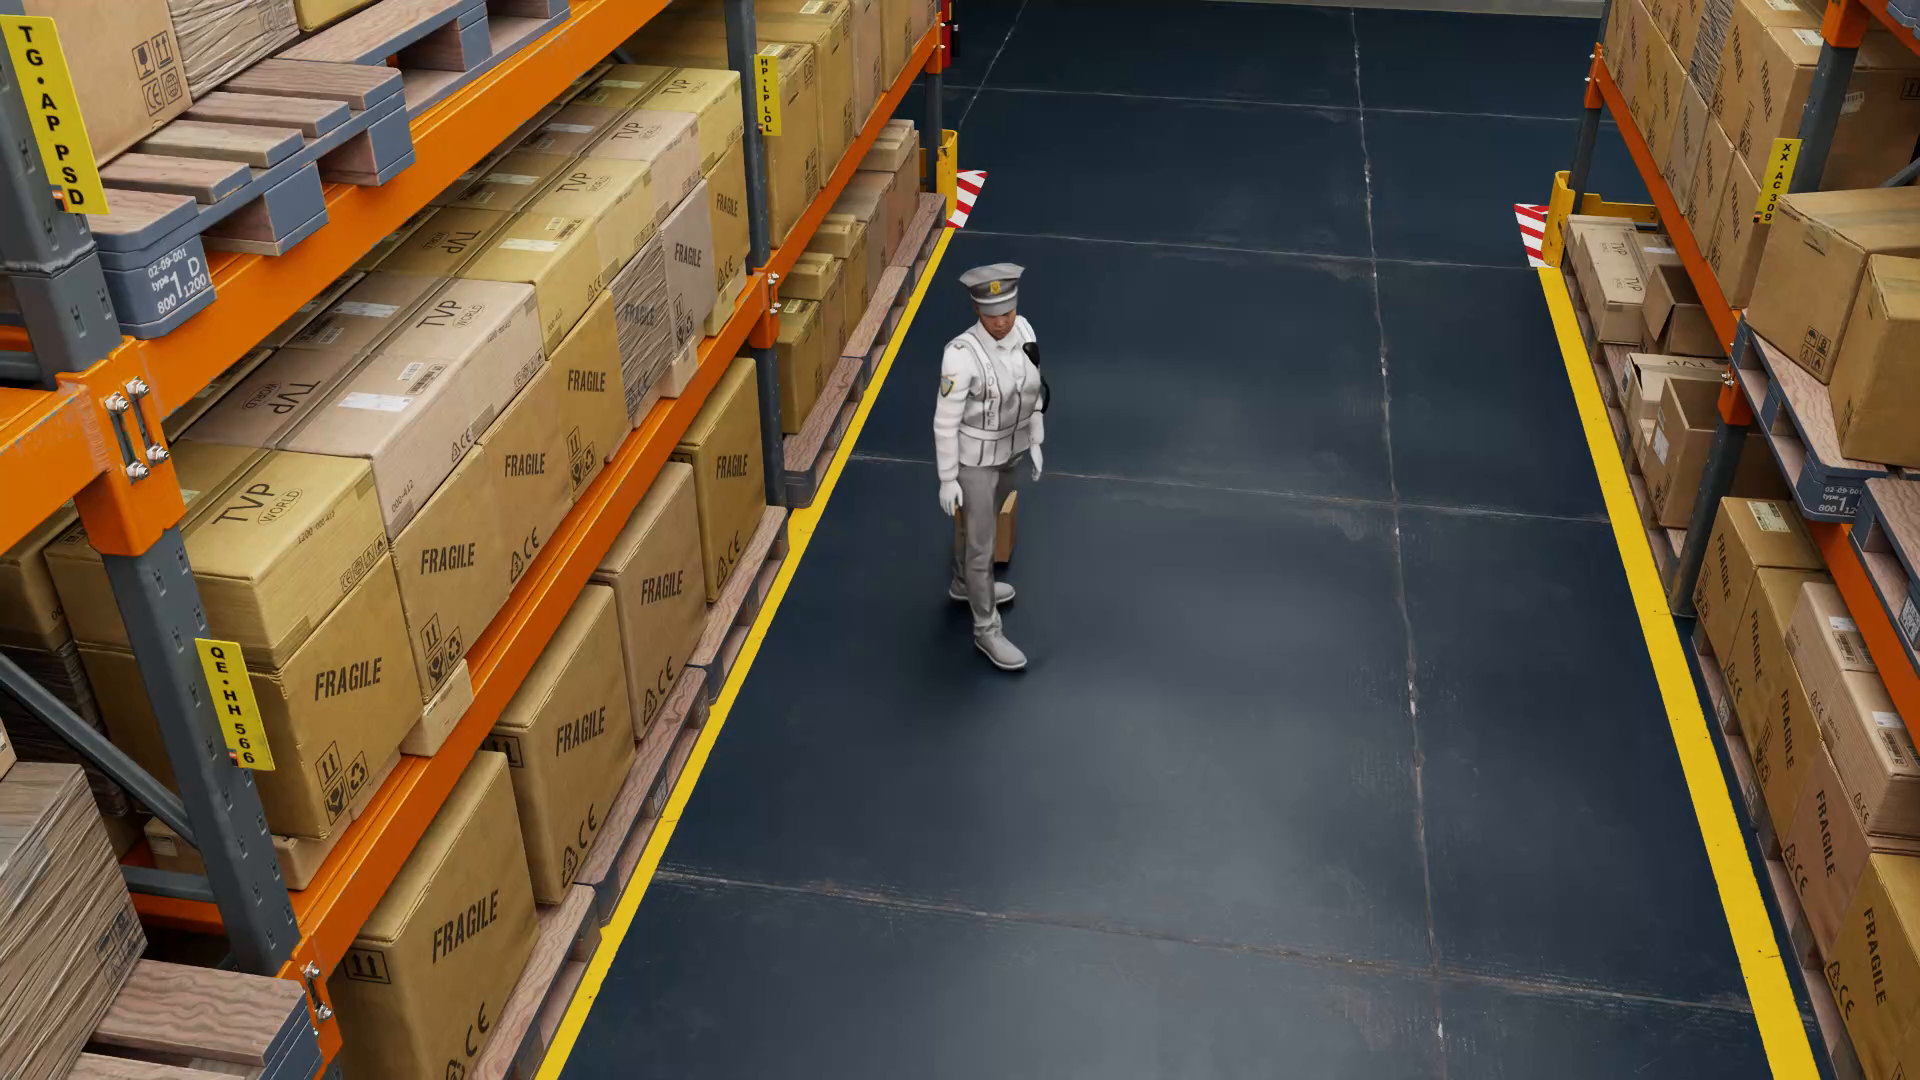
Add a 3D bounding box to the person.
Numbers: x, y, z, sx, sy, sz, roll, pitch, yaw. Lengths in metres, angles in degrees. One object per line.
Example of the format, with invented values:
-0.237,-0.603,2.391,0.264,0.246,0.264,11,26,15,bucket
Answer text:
0.130,-0.320,6.601,0.584,1.656,0.530,24,40,33,person
